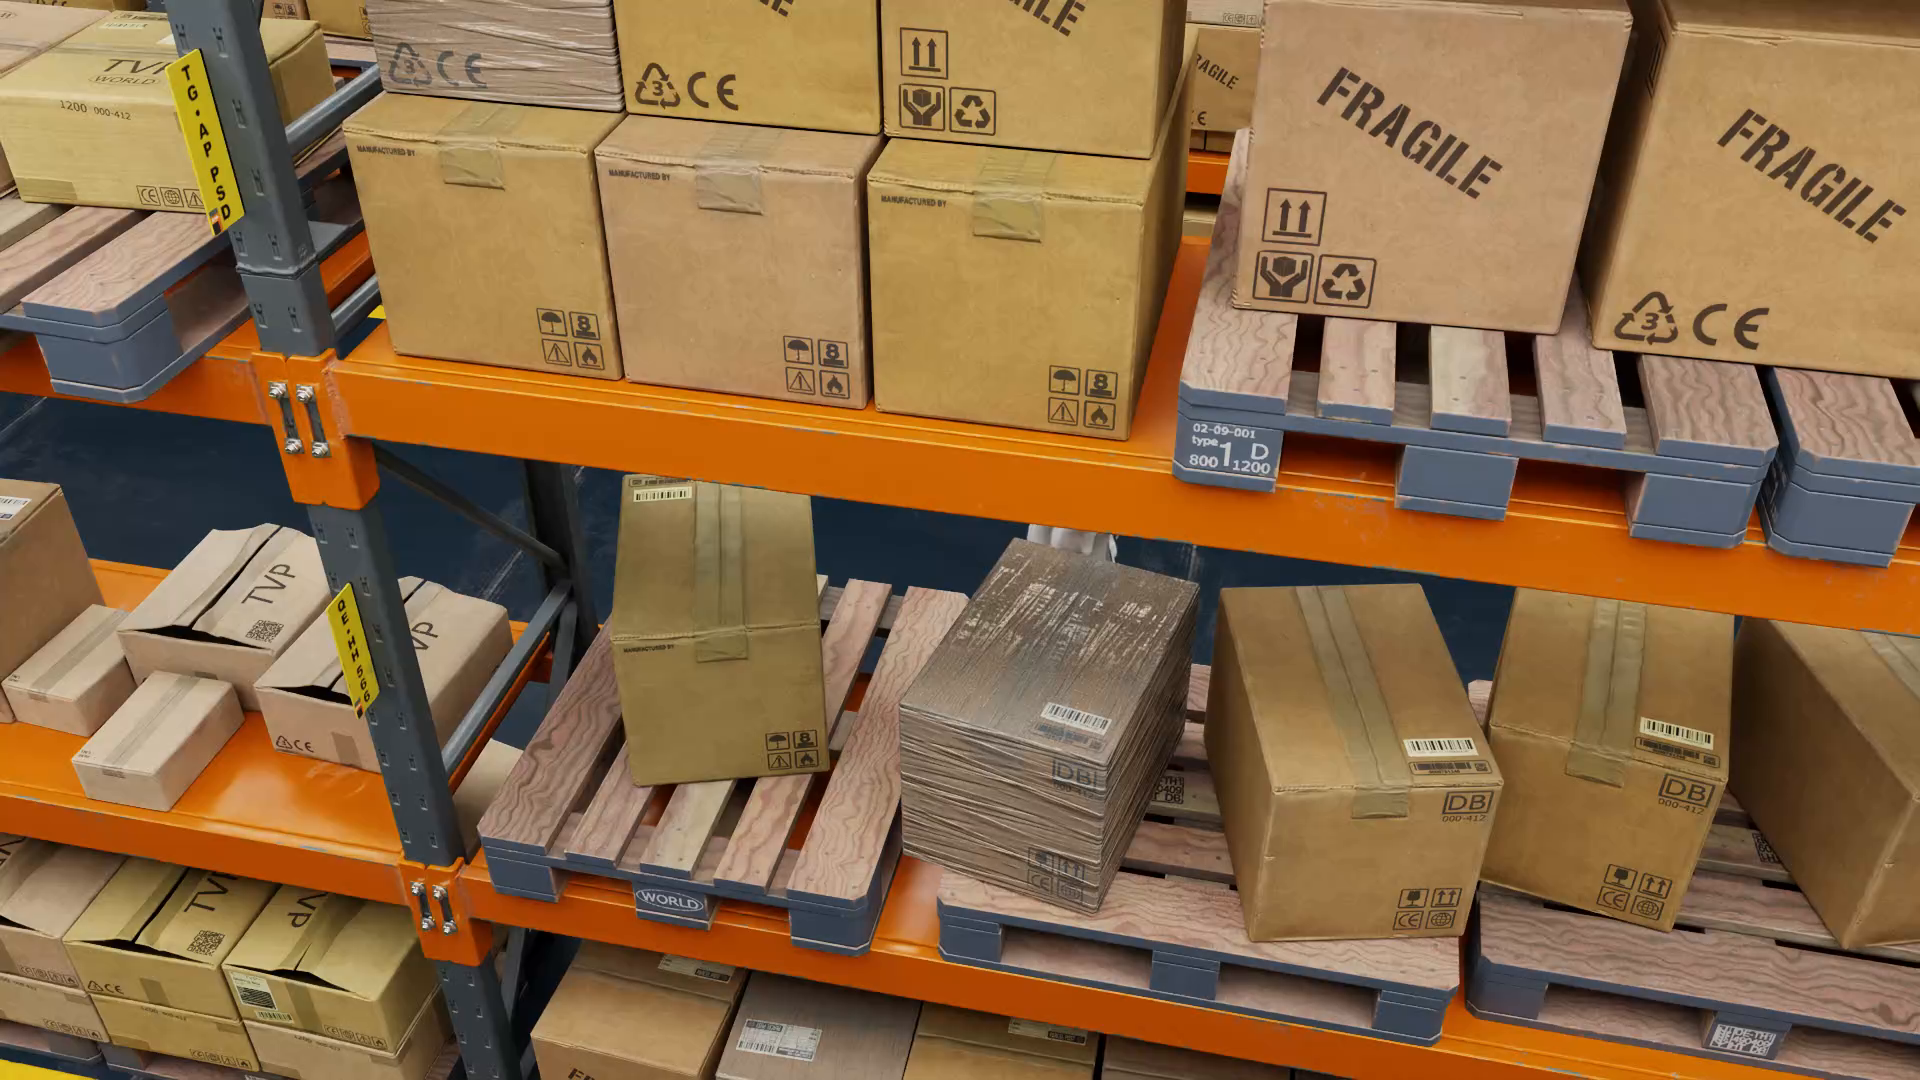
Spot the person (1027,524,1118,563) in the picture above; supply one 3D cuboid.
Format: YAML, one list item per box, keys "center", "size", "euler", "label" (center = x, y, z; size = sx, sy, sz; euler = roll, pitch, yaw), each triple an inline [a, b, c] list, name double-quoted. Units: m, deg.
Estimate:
- center: [0.441, 0.217, 5.862]
  size: [0.421, 1.774, 0.642]
  euler: [7, 37, 10]
  label: "person"
